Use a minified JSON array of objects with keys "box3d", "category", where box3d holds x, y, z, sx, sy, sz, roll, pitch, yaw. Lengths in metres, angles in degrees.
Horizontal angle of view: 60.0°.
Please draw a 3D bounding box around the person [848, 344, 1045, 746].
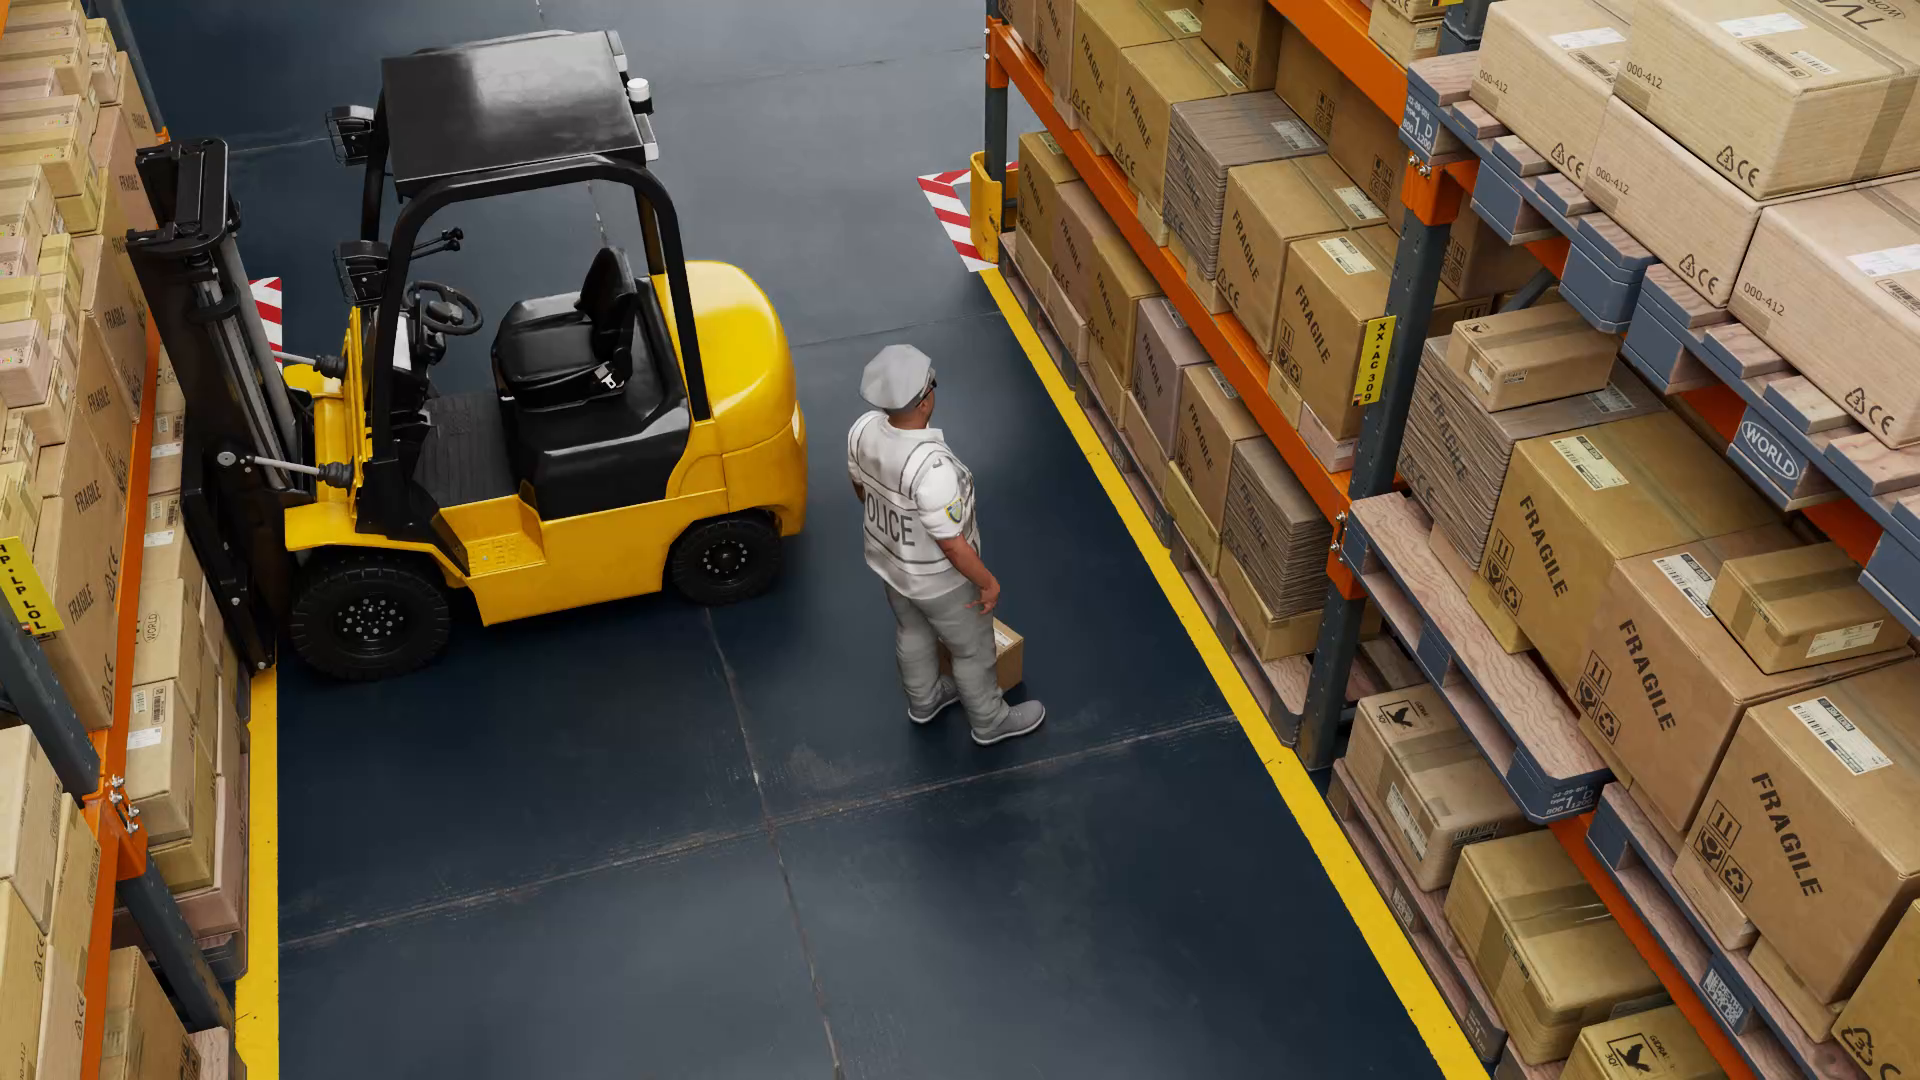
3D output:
[{"box3d":[-0.057,0.020,6.096,0.575,1.781,0.640,-31,50,-30],"category":"person"}]
